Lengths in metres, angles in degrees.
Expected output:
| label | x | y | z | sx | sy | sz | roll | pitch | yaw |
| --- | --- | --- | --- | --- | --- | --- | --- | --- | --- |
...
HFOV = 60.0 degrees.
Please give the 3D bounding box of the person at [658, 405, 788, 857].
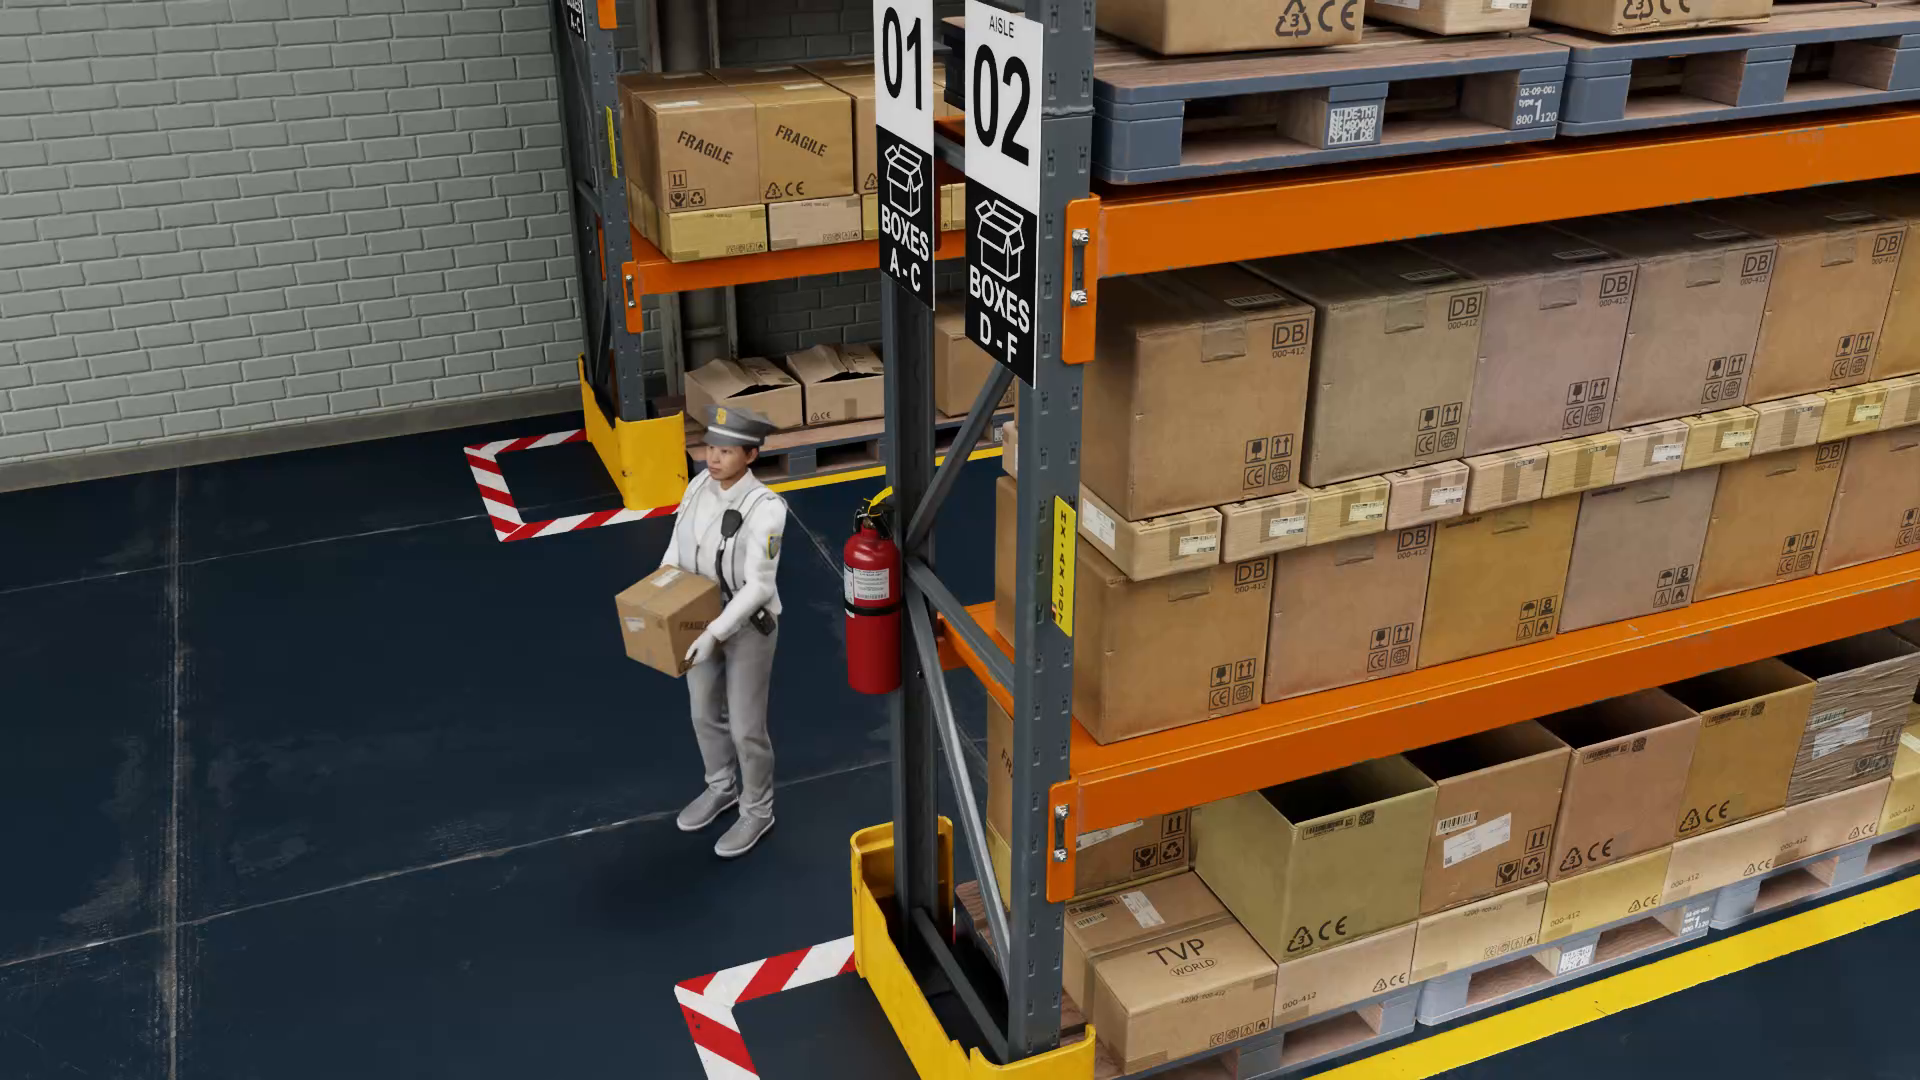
| label | x | y | z | sx | sy | sz | roll | pitch | yaw |
| --- | --- | --- | --- | --- | --- | --- | --- | --- | --- |
| person | -0.856 | 0.330 | 5.900 | 0.467 | 1.695 | 0.554 | 19 | 32 | 33 |
